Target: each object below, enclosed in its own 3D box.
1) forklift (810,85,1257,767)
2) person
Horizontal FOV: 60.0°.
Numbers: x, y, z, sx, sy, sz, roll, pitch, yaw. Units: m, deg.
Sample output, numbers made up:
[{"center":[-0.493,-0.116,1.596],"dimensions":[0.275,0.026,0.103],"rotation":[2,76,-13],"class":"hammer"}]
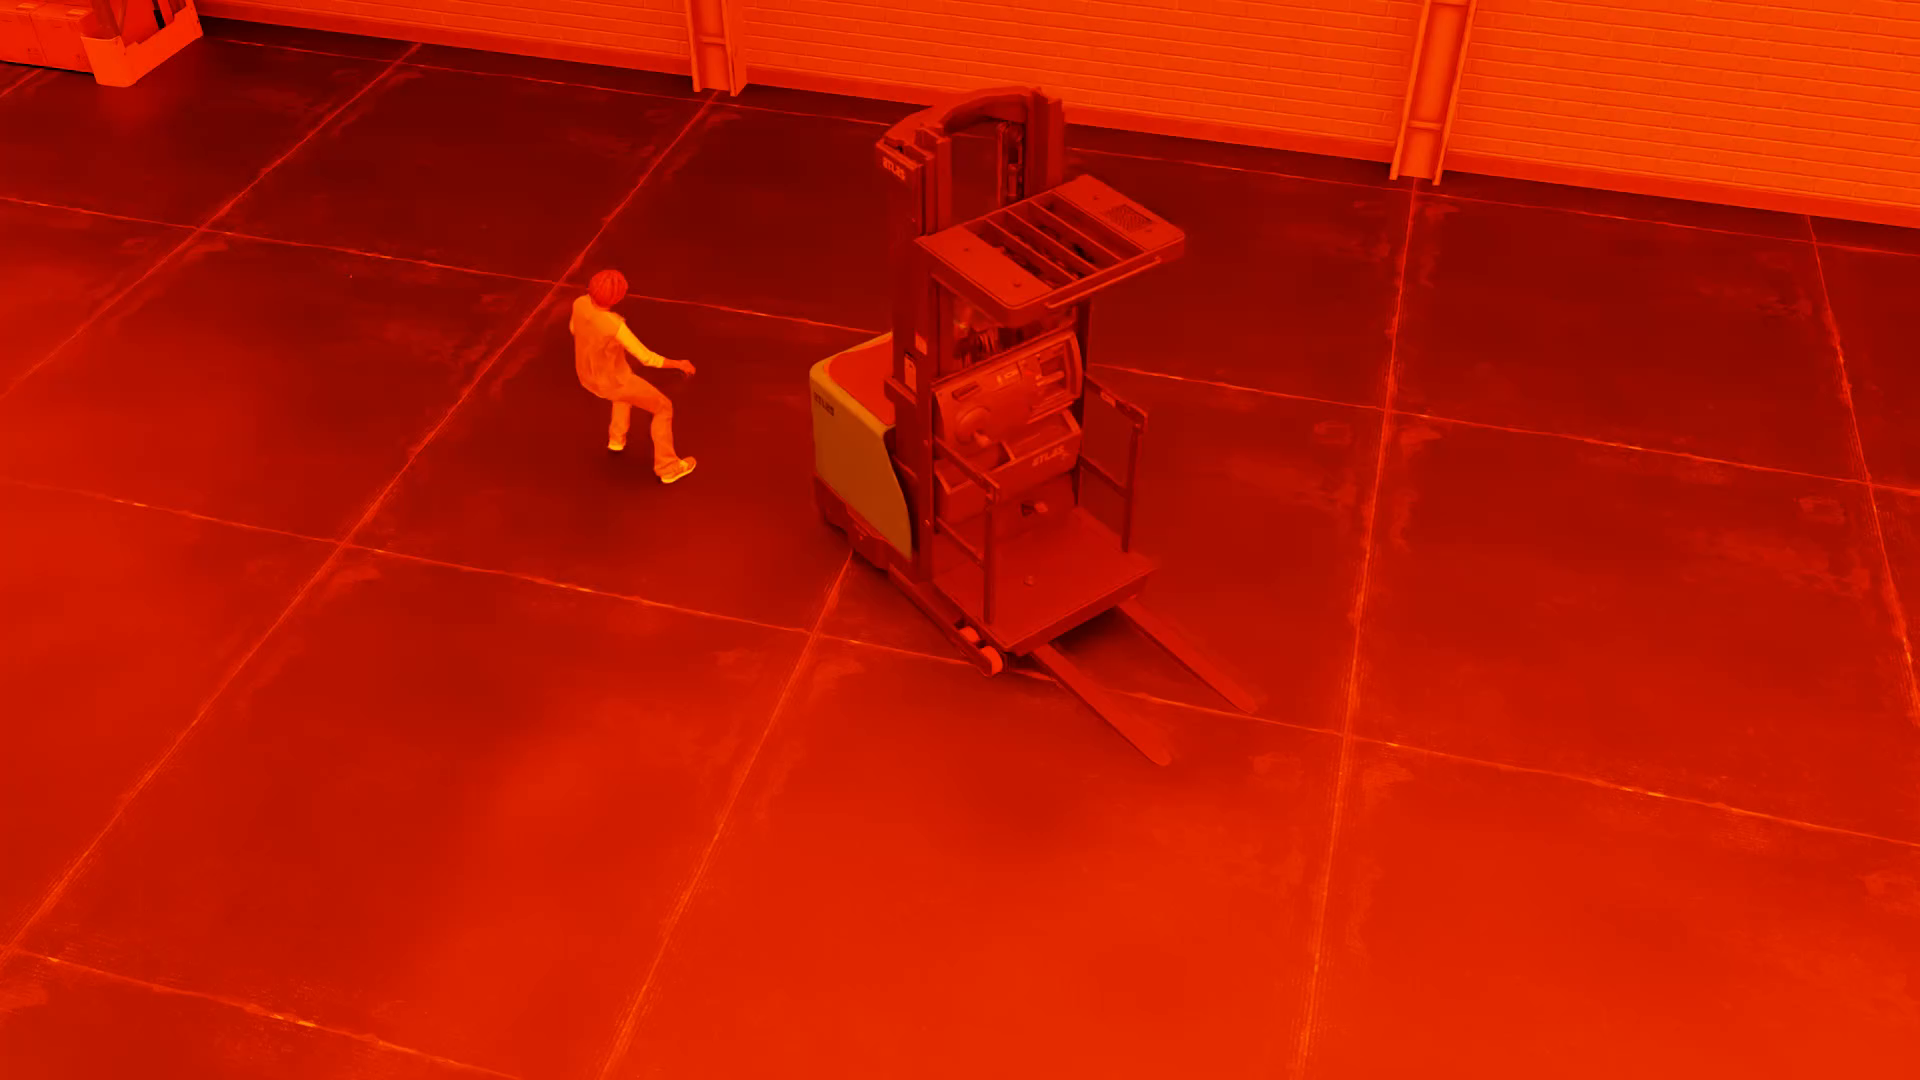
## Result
[{"center":[0.394,-0.717,8.680],"dimensions":[1.130,2.935,3.031],"rotation":[-26,48,-27],"class":"forklift"},{"center":[-2.030,-1.060,10.174],"dimensions":[0.662,1.466,0.547],"rotation":[29,49,29],"class":"person"}]
